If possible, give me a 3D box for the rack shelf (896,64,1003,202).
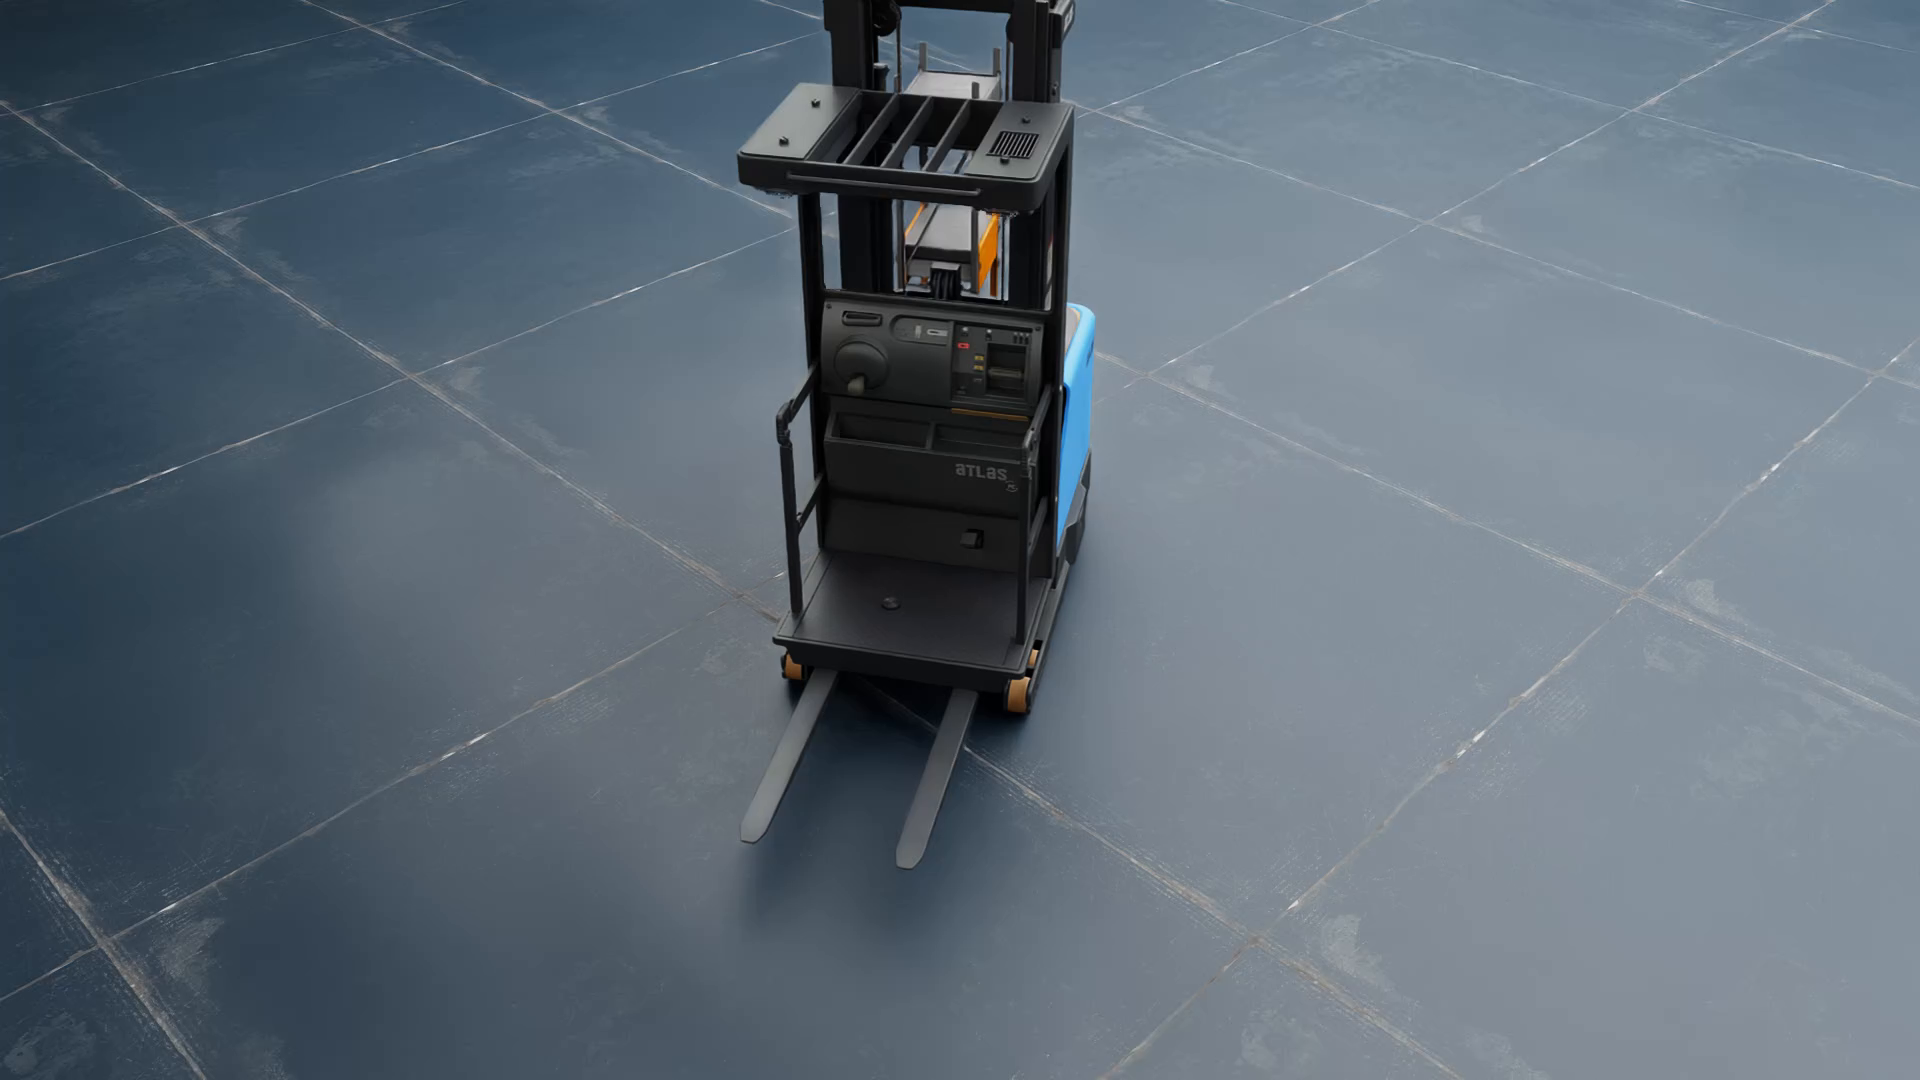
[{"bbox_3d":[-0.054,-1.944,8.002,0.431,0.518,0.480,7,36,10],"label":"rack shelf"}]

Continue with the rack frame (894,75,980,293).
[{"bbox_3d":[-0.107,-1.245,8.199,0.400,2.100,0.015,7,36,10],"label":"rack frame"}]

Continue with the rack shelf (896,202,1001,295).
[{"bbox_3d":[-0.054,-1.370,8.402,0.431,0.518,0.480,7,36,10],"label":"rack shelf"}]

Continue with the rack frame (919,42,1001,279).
[{"bbox_3d":[-0.001,-1.517,8.590,0.400,2.100,0.015,7,36,10],"label":"rack frame"}]

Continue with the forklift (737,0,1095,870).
[{"bbox_3d":[-0.164,-0.692,6.681,1.130,2.935,3.031,7,36,11],"label":"forklift"}]

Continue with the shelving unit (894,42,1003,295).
[{"bbox_3d":[-0.054,-1.381,8.395,0.431,2.100,0.503,7,36,10],"label":"shelving unit"}]
